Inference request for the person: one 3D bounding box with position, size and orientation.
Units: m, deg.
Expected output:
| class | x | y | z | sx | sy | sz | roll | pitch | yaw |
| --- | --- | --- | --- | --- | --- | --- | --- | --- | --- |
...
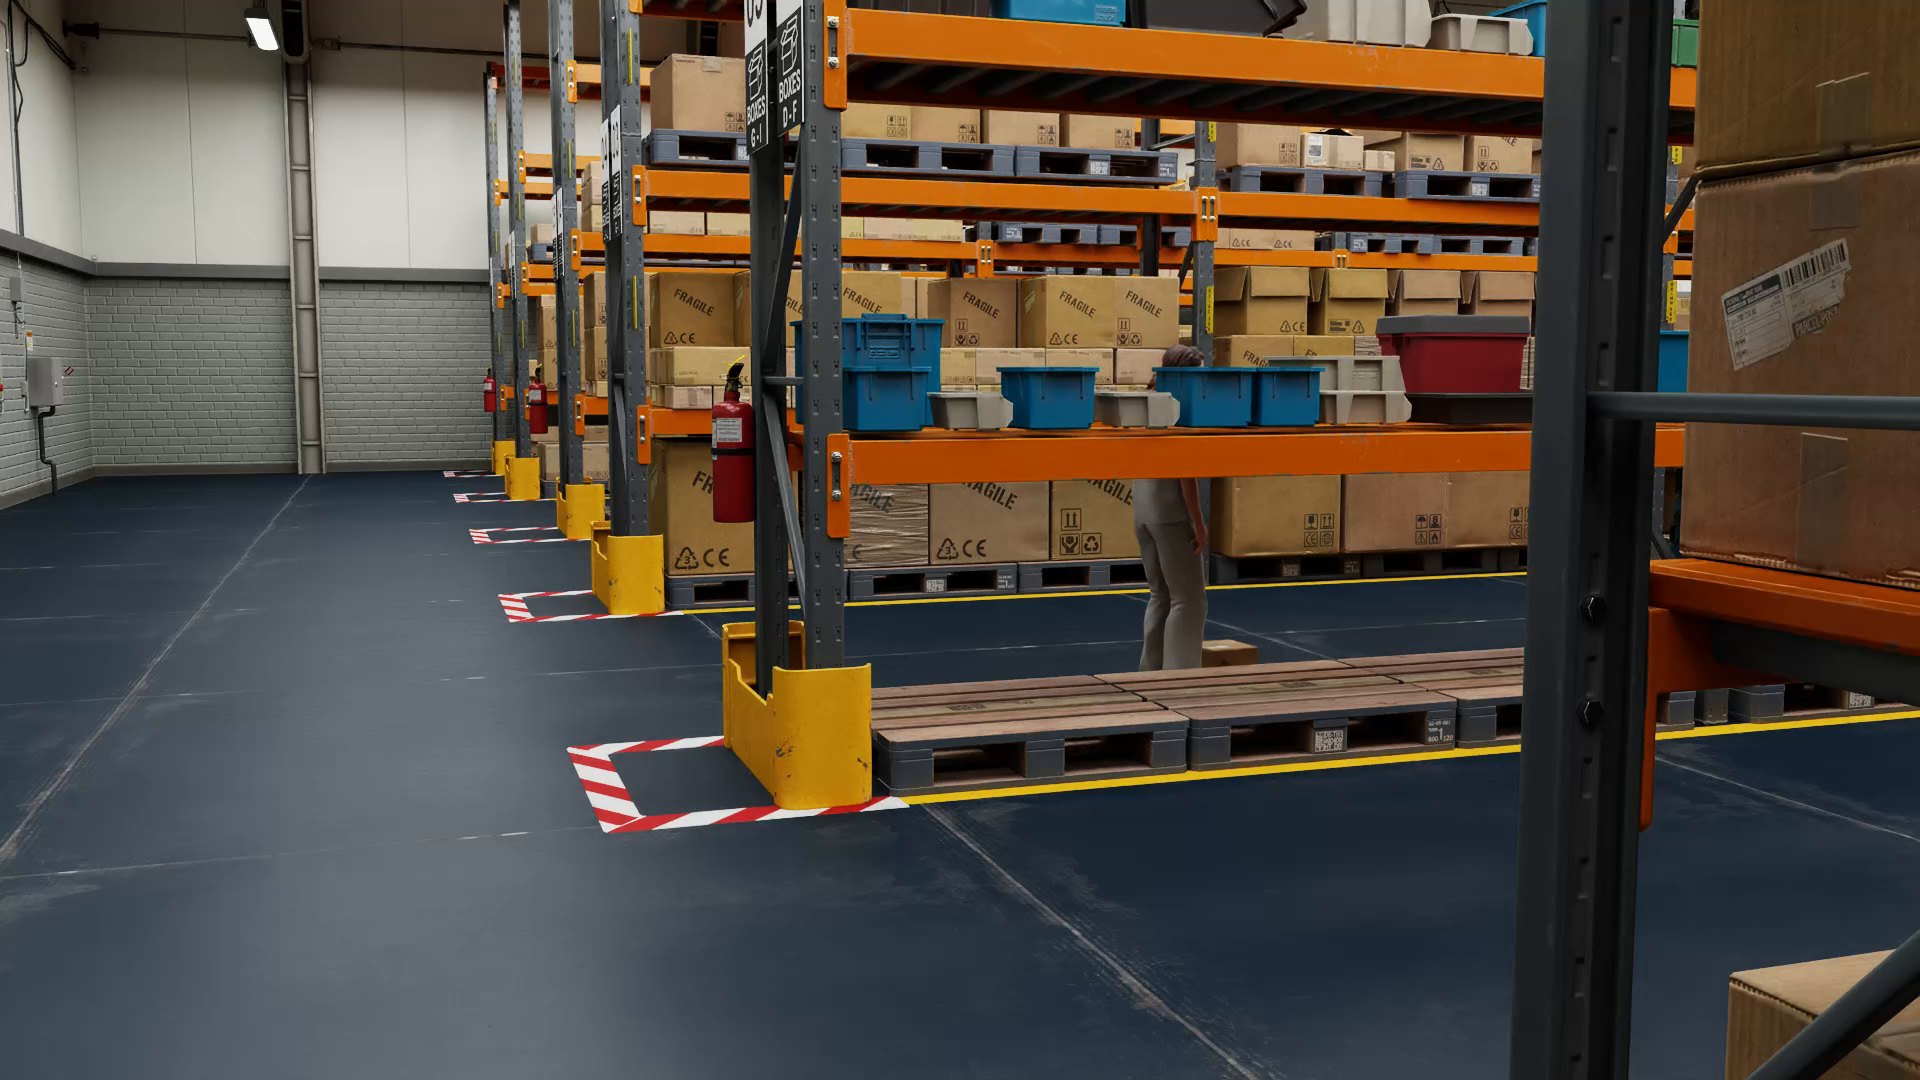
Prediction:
| class | x | y | z | sx | sy | sz | roll | pitch | yaw |
| --- | --- | --- | --- | --- | --- | --- | --- | --- | --- |
| person | 0.996 | -0.071 | 7.731 | 0.364 | 1.671 | 0.504 | -2 | 6 | -22 |
